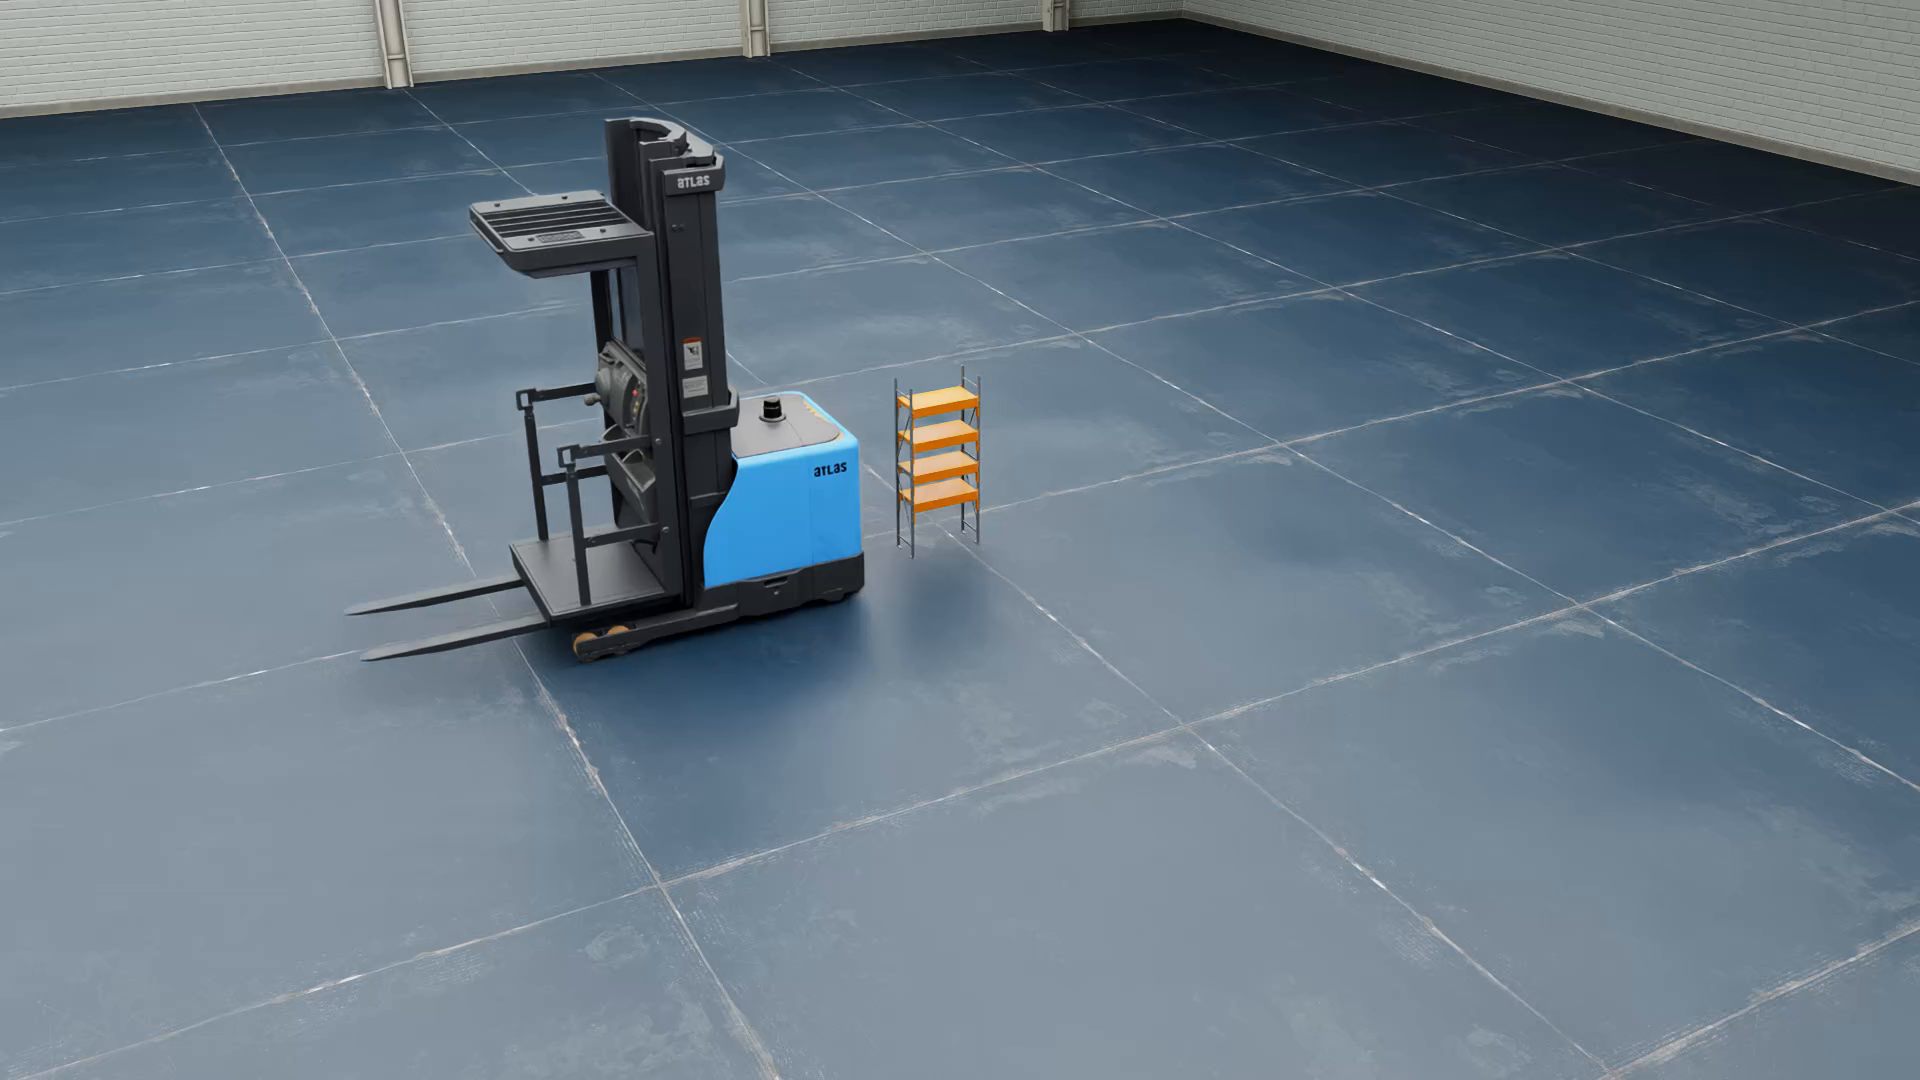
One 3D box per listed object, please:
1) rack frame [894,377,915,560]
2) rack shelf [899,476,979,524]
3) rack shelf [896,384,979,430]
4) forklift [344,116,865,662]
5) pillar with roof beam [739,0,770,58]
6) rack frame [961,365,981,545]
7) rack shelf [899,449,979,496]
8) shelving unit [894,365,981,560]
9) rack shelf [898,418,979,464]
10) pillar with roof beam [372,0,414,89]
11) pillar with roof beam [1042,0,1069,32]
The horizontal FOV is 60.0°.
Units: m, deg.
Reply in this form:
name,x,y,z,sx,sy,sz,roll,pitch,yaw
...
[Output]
name,x,y,z,sx,sy,sz,roll,pitch,yaw
rack frame,-0.361,-0.457,10.817,0.015,1.200,0.240,-13,29,-25
rack shelf,-0.146,-0.268,11.035,0.480,0.148,0.258,-13,29,-25
rack shelf,-0.146,-0.861,10.750,0.480,0.148,0.258,-13,29,-25
forklift,-2.155,-0.867,9.669,3.031,2.935,1.130,-12,28,-24
pillar with roof beam,-1.479,-10.757,23.258,0.400,9.000,9.100,-13,29,-25
rack frame,0.069,-0.557,11.024,0.015,1.200,0.240,-13,29,-25
rack shelf,-0.146,-0.447,10.949,0.480,0.148,0.258,-13,29,-25
shelving unit,-0.146,-0.507,10.920,0.503,1.200,0.258,-13,29,-25
rack shelf,-0.146,-0.648,10.852,0.480,0.148,0.258,-13,29,-25
pillar with roof beam,-6.773,-9.535,20.712,0.400,9.000,9.100,-13,29,-25
pillar with roof beam,3.815,-11.979,25.803,0.400,9.000,9.100,-13,29,-25
